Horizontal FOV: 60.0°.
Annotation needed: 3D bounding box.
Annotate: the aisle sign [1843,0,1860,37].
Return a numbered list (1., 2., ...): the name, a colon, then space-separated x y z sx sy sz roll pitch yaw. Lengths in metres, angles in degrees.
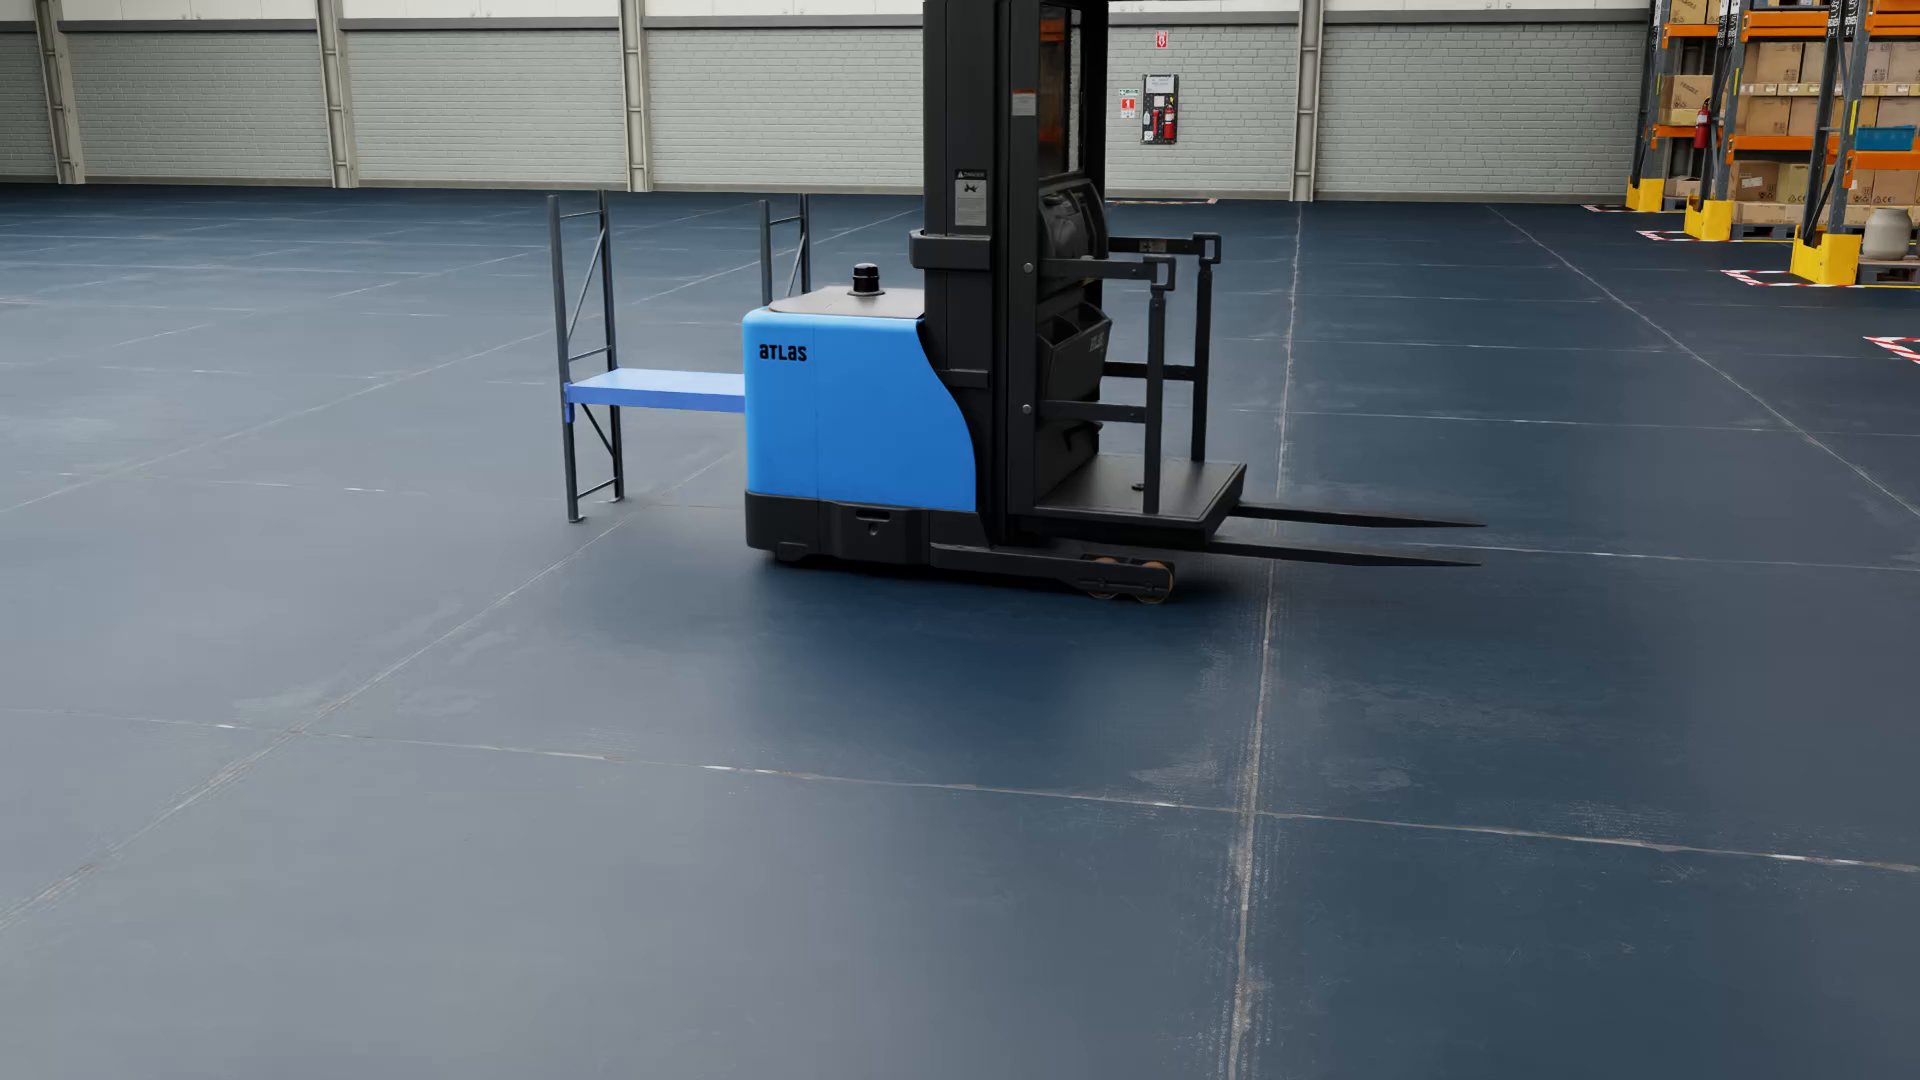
1. aisle sign: 8.766 -5.344 16.294 0.004 0.787 0.394 3 16 11

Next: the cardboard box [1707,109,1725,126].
1. cardboard box: 11.795 -6.560 25.797 0.500 0.250 0.500 3 16 9

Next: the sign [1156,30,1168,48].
1. sign: 3.445 -8.549 28.391 0.199 0.298 0.001 3 16 11

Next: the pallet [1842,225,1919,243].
1. pallet: 11.835 -4.020 21.610 1.213 0.211 1.003 3 16 11

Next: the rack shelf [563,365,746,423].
1. rack shelf: -1.262 -0.658 7.731 1.000 0.185 0.538 5 16 16

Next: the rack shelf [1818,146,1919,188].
1. rack shelf: 10.855 -3.711 16.616 4.000 0.370 1.077 3 16 11

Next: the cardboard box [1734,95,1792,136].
1. cardboard box: 10.340 -5.479 21.466 0.500 0.500 0.700 3 16 11

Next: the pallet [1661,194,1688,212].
1. pallet: 11.732 -5.355 26.428 1.213 0.211 1.003 3 16 11

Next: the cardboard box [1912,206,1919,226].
1. cardboard box: 12.326 -4.143 21.194 0.500 0.250 0.500 3 16 11

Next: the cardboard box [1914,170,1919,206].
1. cardboard box: 12.329 -4.508 21.106 0.500 0.500 0.500 3 16 11

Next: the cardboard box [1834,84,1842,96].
1. cardboard box: 10.977 -5.702 21.054 0.250 0.149 0.380 3 16 10

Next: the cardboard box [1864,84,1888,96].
1. cardboard box: 11.489 -5.675 20.957 0.250 0.149 0.380 3 16 10

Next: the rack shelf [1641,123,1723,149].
1. rack shelf: 12.829 -6.302 25.972 4.000 0.370 1.077 3 16 11

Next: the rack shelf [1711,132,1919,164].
1. rack shelf: 11.845 -5.006 21.293 4.000 0.370 1.077 3 16 11

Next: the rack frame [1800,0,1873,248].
1. rack frame: 8.895 -4.164 16.904 0.127 3.000 1.000 3 16 11

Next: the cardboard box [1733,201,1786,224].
1. cardboard box: 10.367 -4.250 21.579 0.500 0.250 0.500 3 16 11

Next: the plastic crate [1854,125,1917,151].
1. plastic crate: 9.445 -4.144 17.110 0.616 0.251 0.499 3 16 11

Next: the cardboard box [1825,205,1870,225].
1. cardboard box: 11.347 -4.197 21.390 0.500 0.250 0.500 3 16 11

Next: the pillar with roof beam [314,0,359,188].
1. pillar with roof beam: -12.649 -9.986 26.685 0.400 9.000 9.100 3 16 11

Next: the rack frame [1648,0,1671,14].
1. rack frame: 10.869 -9.646 25.459 0.127 3.000 1.000 3 16 11

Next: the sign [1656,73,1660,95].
1. sign: 10.761 -7.030 25.632 0.005 0.325 0.100 3 16 11

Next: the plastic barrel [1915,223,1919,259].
1. plastic barrel: 10.046 -3.125 17.029 0.421 0.512 0.421 0 15 0

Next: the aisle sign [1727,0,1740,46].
1. aisle sign: 9.760 -6.635 20.957 0.004 0.787 0.394 3 16 11

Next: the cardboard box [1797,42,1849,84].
1. cardboard box: 10.909 -6.075 21.187 0.500 0.500 0.700 3 16 10

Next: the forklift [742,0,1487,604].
1. forklift: 0.654 -1.317 6.756 3.031 2.935 1.130 5 16 18

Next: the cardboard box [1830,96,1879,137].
1. cardboard box: 11.341 -5.425 21.269 0.500 0.500 0.700 3 16 11

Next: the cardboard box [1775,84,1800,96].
1. cardboard box: 10.486 -5.729 21.154 0.250 0.149 0.380 3 16 10

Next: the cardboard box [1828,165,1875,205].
1. cardboard box: 11.349 -4.562 21.301 0.500 0.500 0.500 3 16 11

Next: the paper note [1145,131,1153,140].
1. paper note: 3.274 -7.008 28.822 0.142 0.148 0.016 3 16 11

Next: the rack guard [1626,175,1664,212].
1. rack guard: 10.943 -5.547 26.579 0.348 0.500 1.175 3 16 11

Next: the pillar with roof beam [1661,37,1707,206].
1. pillar with roof beam: 10.869 -8.709 22.076 0.400 9.000 9.100 3 16 11

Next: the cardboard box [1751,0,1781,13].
1. cardboard box: 12.176 -8.111 25.310 0.500 0.500 0.500 4 16 14

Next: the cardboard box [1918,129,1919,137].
1. cardboard box: 12.360 -5.371 21.074 0.500 0.500 0.700 3 16 12

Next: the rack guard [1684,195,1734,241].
1. rack guard: 9.862 -4.256 21.919 0.348 0.500 1.175 3 16 11

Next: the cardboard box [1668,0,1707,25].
1. cardboard box: 11.147 -8.175 25.543 0.500 0.500 0.500 4 16 13

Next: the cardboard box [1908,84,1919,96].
1. cardboard box: 11.991 -5.647 20.856 0.250 0.149 0.380 4 16 13

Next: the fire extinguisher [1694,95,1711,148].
1. fire extinguisher: 9.862 -5.550 22.053 0.183 0.674 0.296 3 16 11

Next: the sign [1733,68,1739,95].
1. sign: 9.769 -5.770 20.932 0.005 0.325 0.100 3 16 11

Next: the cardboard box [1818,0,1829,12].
1. cardboard box: 13.201 -8.058 25.119 0.500 0.500 0.500 2 16 9

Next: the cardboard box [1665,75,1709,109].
1. cardboard box: 11.277 -6.950 25.802 0.500 0.500 0.500 3 16 11

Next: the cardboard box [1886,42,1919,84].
1. cardboard box: 11.894 -6.022 20.995 0.500 0.500 0.700 3 16 11

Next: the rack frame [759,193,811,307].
1. rack frame: -0.775 -0.792 7.543 0.032 1.500 0.500 5 16 16

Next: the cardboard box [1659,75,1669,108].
1. cardboard box: 11.373 -7.085 26.287 0.500 0.500 0.500 3 16 10

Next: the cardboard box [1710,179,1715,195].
1. cardboard box: 12.088 -5.581 26.233 0.500 0.311 0.500 4 16 16

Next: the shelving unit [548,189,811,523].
1. shelving unit: -1.262 -0.831 7.683 1.048 1.500 0.538 5 16 16
